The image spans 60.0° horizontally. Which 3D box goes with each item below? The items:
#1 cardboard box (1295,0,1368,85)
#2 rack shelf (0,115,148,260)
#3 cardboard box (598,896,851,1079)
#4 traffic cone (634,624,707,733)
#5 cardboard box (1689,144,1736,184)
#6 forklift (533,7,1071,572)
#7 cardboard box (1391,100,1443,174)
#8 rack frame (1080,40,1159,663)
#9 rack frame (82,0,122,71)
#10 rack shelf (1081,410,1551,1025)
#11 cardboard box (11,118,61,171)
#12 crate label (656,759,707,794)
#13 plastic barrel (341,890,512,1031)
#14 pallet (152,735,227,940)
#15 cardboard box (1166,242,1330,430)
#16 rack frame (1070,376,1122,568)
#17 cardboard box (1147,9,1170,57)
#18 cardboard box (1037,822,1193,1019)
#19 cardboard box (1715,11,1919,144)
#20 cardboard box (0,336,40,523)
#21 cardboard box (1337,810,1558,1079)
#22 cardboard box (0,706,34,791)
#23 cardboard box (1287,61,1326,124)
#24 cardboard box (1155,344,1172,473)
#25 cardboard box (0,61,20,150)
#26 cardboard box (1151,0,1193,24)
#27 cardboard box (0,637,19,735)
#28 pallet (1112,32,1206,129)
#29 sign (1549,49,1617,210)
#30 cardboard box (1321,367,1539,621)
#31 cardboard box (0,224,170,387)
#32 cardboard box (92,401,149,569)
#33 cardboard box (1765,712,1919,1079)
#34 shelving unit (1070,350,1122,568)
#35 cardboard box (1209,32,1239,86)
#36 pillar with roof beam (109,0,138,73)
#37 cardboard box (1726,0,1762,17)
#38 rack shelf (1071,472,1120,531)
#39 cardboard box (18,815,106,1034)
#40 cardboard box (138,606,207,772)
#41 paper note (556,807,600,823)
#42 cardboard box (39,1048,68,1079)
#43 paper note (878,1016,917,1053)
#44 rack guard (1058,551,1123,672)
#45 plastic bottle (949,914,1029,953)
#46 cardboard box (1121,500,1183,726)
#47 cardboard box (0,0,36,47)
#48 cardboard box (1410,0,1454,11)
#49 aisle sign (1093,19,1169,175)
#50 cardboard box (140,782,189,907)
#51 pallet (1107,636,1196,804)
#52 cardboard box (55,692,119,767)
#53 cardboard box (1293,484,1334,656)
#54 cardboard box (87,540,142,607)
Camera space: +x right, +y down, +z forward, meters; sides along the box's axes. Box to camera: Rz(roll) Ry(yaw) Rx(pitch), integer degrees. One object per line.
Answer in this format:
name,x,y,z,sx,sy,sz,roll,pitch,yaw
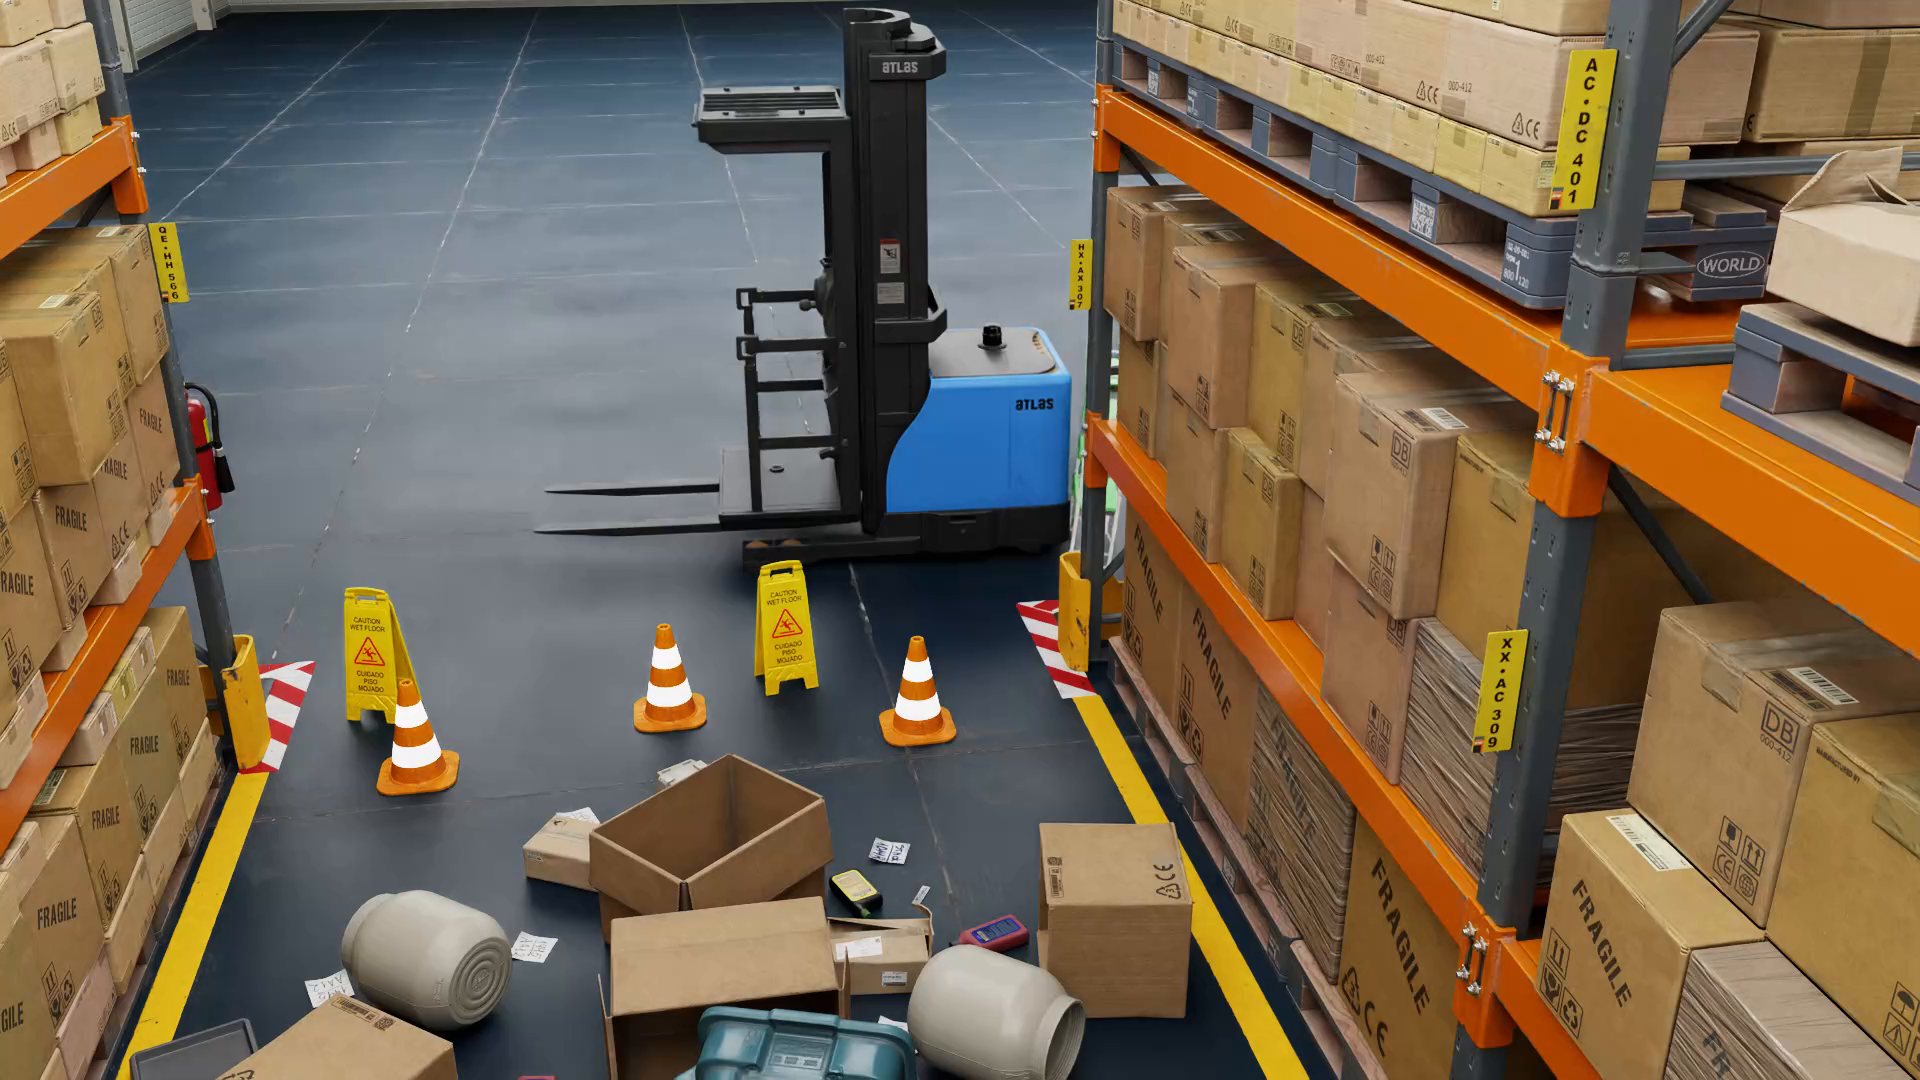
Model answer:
cardboard box,1.311,-1.495,4.843,0.500,0.250,0.500,-5,24,-10
rack shelf,-3.377,-0.669,4.686,1.077,0.370,4.000,-4,24,-10
cardboard box,-0.753,1.542,5.422,0.797,0.637,0.503,-4,24,-10
traffic cone,-1.372,0.609,7.777,0.336,0.463,0.334,-4,24,-10
cardboard box,2.055,-1.012,4.235,0.380,0.149,0.250,-4,24,-10
forklift,-0.924,-1.390,9.271,3.031,2.935,1.130,-3,24,-6
cardboard box,1.361,-1.062,4.350,0.380,0.149,0.250,-4,24,-9
rack frame,1.099,-0.817,7.873,1.000,3.000,0.127,-4,24,-10
rack frame,-3.747,-3.160,5.743,1.000,3.000,0.127,-4,24,-10
rack shelf,1.469,0.299,6.216,1.077,0.370,4.000,-4,24,-10
cardboard box,-3.312,-1.348,5.656,0.380,0.149,0.250,-4,24,-8
crate label,-1.166,1.063,7.144,0.250,0.136,0.298,-19,30,-37
plastic barrel,-1.877,1.470,5.855,0.512,0.421,0.421,13,27,27
pallet,-3.618,1.219,6.695,1.003,0.211,1.213,-4,24,-10
cardboard box,1.292,-0.792,6.279,0.875,0.550,0.550,-4,24,-10
rack frame,0.792,-0.399,9.136,0.240,1.200,0.015,7,24,0
cardboard box,0.941,-1.958,6.401,0.380,0.149,0.250,-4,24,-10
cardboard box,0.543,1.366,5.995,0.500,0.500,0.500,0,24,-1
cardboard box,2.023,-1.137,4.025,0.500,0.250,0.500,-4,24,-9
cardboard box,-3.201,-0.267,4.869,0.700,0.500,0.500,-4,24,-10
cardboard box,1.791,1.285,5.190,0.875,0.875,0.875,-4,24,-9
cardboard box,-2.978,0.626,4.883,0.380,0.149,0.250,-4,24,-9
cardboard box,1.220,-1.362,5.037,0.380,0.149,0.250,-5,24,-10
cardboard box,1.335,-0.529,7.025,0.875,0.550,0.550,-4,24,-10
cardboard box,-3.195,-1.270,4.979,0.500,0.250,0.500,-4,24,-8
cardboard box,1.031,-2.089,6.204,0.500,0.250,0.500,-5,24,-10
cardboard box,-3.011,0.392,4.607,0.500,0.500,0.500,-5,24,-10
pallet,1.246,-1.860,6.624,1.003,0.211,1.213,-4,24,-10
sign,1.293,-0.850,3.456,0.100,0.325,0.005,-4,24,-10
cardboard box,1.588,-0.163,4.838,0.875,0.550,0.550,-4,24,-10
cardboard box,-3.438,-0.867,6.241,0.700,0.500,0.500,-5,24,-11
cardboard box,-3.288,-0.203,5.970,0.500,0.500,0.500,-4,24,-10
cardboard box,2.033,0.649,3.142,0.700,0.500,0.500,-5,24,-11
shelving unit,0.802,-0.497,9.360,0.258,1.200,0.503,7,24,0
cardboard box,1.080,-1.660,5.719,0.380,0.149,0.250,-4,24,-10
pillar with roof beam,-9.589,-12.210,26.462,9.100,9.000,0.400,-4,24,-10
cardboard box,2.057,-1.376,4.072,0.380,0.149,0.250,-5,24,-10
rack shelf,0.769,-0.221,9.482,0.258,0.148,0.480,7,24,0
cardboard box,-3.056,1.220,5.182,0.500,0.500,0.500,-3,24,-7
cardboard box,-3.343,0.609,6.582,0.500,0.500,0.500,-4,24,-9
paper note,-1.616,1.174,7.024,0.148,0.019,0.142,-13,27,-28
cardboard box,-2.961,1.769,4.863,0.500,0.250,0.500,-3,24,-7
paper note,-0.211,1.722,5.780,0.172,0.023,0.155,4,24,9
rack guard,1.094,0.319,8.395,1.175,0.500,0.348,-4,24,-10
plastic bottle,0.107,1.500,6.239,0.283,0.061,0.133,-13,27,-28
cardboard box,1.289,0.226,7.615,0.875,0.875,0.875,-4,24,-9
cardboard box,-3.319,-1.721,5.514,0.380,0.149,0.250,-5,24,-10
cardboard box,1.365,-1.425,4.186,0.380,0.149,0.250,-4,24,-10
aisle sign,0.791,-2.014,7.366,0.394,0.787,0.004,-4,24,-10
cardboard box,-3.245,1.159,6.259,0.500,0.250,0.500,-4,24,-10
pallet,1.324,0.770,7.724,1.003,0.211,1.213,-4,24,-10
cardboard box,-3.118,0.654,5.669,0.380,0.149,0.250,-3,24,-7
cardboard box,1.650,0.107,5.569,0.875,0.550,0.550,-4,24,-10
cardboard box,-3.208,0.128,6.022,0.380,0.149,0.250,-4,24,-9
